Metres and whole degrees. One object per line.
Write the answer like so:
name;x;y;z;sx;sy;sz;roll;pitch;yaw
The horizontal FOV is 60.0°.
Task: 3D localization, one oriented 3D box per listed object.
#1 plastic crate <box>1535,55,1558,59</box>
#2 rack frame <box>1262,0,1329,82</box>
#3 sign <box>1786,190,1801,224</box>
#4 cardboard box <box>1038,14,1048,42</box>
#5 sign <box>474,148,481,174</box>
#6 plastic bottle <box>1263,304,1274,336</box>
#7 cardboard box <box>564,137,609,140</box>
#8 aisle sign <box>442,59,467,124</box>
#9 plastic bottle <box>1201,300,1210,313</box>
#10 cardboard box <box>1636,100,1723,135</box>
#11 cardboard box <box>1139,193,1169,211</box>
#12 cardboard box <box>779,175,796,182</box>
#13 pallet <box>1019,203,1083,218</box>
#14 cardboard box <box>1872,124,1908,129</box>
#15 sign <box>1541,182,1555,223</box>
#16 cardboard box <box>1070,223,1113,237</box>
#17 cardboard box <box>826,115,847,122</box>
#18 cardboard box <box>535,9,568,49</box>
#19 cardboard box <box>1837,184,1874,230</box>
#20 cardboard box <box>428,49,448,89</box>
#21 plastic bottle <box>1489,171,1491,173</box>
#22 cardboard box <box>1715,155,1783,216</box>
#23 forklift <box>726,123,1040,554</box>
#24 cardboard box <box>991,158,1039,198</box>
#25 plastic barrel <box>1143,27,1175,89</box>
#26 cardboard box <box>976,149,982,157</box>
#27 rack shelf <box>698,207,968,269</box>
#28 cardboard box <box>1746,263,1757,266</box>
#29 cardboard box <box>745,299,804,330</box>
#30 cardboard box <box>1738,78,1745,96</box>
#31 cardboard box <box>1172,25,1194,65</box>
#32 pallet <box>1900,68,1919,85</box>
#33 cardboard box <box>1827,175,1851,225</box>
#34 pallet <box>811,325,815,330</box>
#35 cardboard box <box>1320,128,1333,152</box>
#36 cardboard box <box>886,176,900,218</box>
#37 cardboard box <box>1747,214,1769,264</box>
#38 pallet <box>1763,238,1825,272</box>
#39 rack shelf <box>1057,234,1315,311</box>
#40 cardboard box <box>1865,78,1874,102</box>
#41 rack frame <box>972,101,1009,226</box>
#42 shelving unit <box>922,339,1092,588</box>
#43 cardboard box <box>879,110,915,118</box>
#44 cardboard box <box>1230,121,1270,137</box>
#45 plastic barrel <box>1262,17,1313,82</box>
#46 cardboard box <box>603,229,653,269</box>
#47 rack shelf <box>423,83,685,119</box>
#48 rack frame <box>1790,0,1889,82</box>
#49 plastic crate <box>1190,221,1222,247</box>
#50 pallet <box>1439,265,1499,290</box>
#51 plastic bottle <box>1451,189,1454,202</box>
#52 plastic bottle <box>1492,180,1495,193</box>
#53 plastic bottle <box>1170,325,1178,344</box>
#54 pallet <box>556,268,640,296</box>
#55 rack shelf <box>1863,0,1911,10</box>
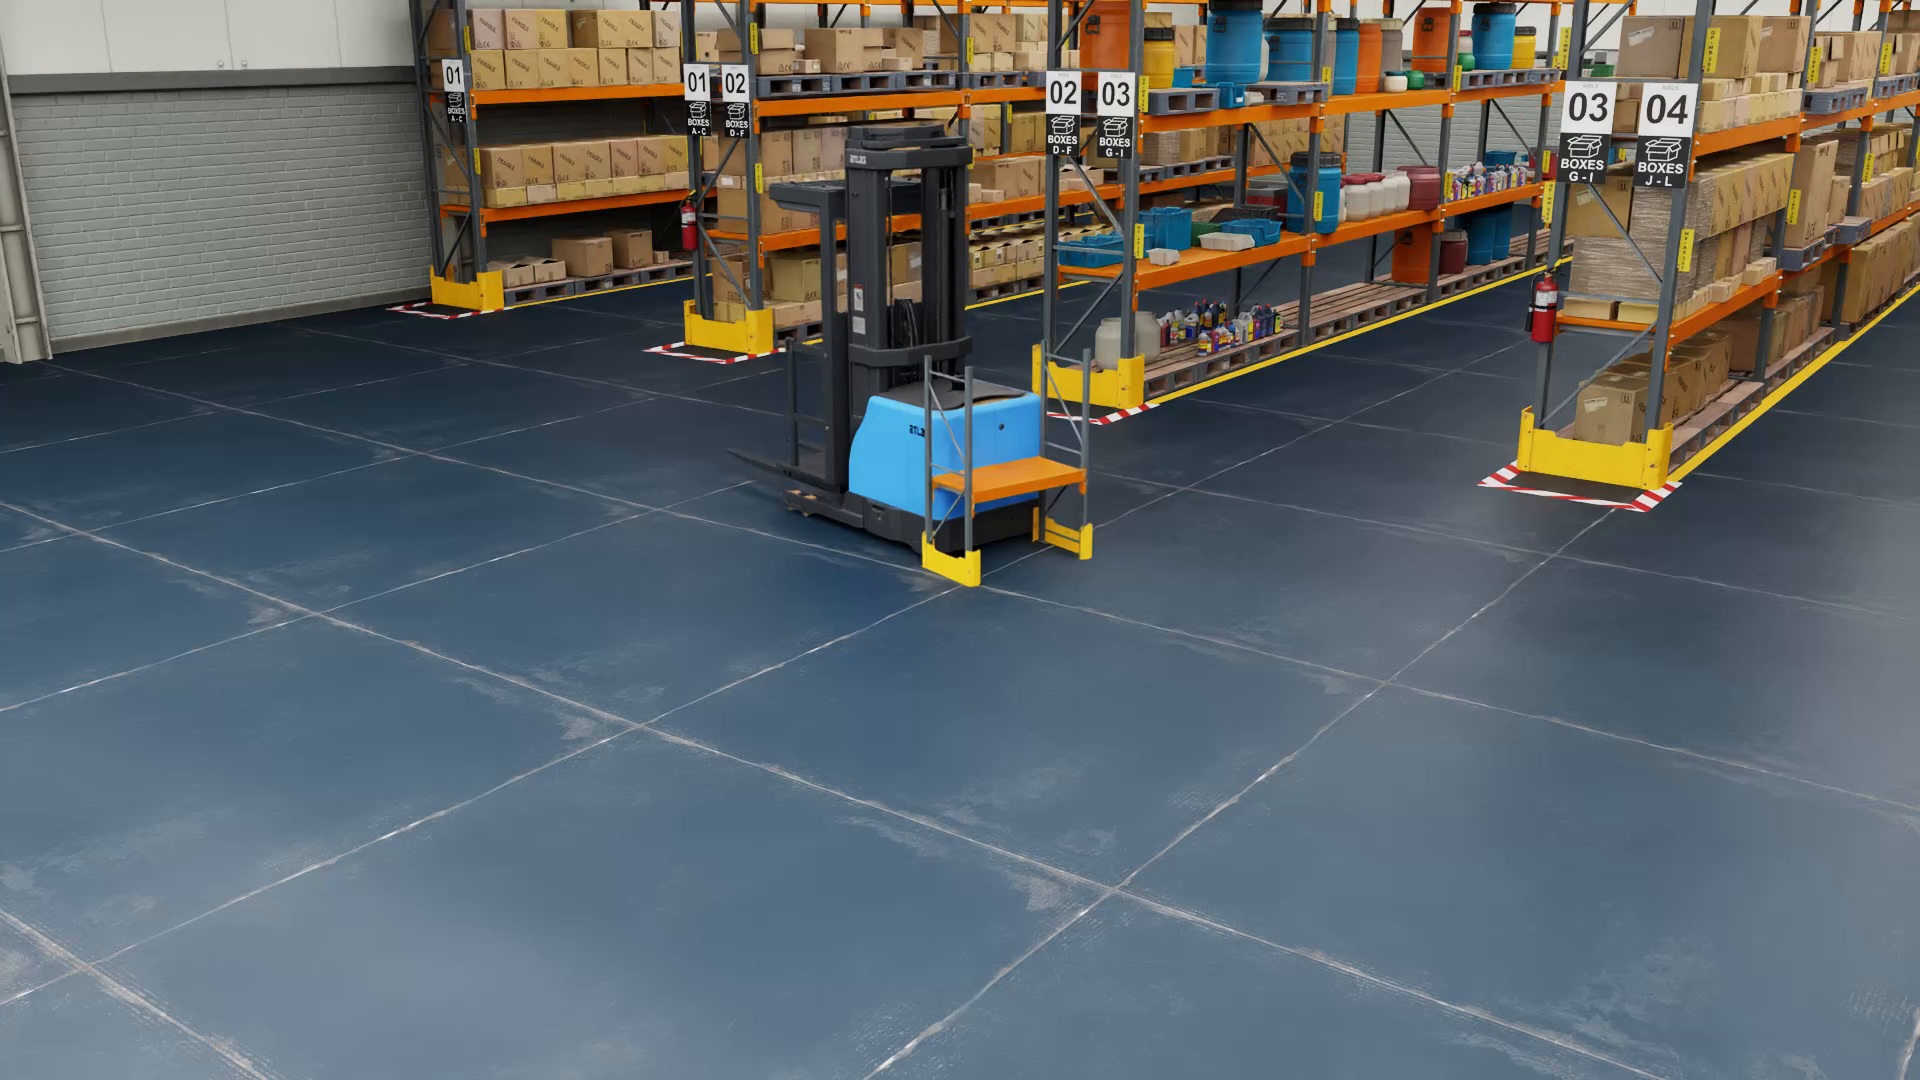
plastic crate;9.678;-7.730;27.124;0.504;0.338;0.767;12;21;35
rack frame;3.659;-6.649;18.482;1.000;3.000;0.127;12;21;35
sign;8.077;-3.228;16.122;0.100;0.325;0.005;12;21;35
cardboard box;1.421;-9.651;31.318;0.500;0.500;0.500;12;21;34
sign;-6.245;-4.900;21.504;0.100;0.325;0.005;12;21;35
plastic bottle;3.507;-2.525;19.041;0.144;0.351;0.185;12;21;33
cardboard box;-5.358;-5.515;23.901;0.500;0.500;0.500;13;22;36
aisle sign;-6.483;-5.753;21.329;0.394;0.787;0.004;12;21;35
plastic bottle;2.845;-2.610;19.316;0.144;0.351;0.185;13;22;36
cardboard box;5.748;-3.386;13.285;0.500;0.250;0.500;13;22;36
cardboard box;3.072;-5.510;27.138;0.500;0.250;0.500;12;21;34
cardboard box;-2.138;-4.184;19.396;0.380;0.149;0.250;12;21;33
pallet;1.712;-6.567;33.036;1.003;0.211;1.213;12;21;35
cardboard box;13.682;-5.885;24.625;0.500;0.500;0.500;12;21;33
sign;4.820;-2.763;13.598;0.100;0.325;0.005;12;21;35
cardboard box;1.952;-4.600;24.981;0.500;0.311;0.500;13;22;36
cardboard box;-2.096;-6.968;27.619;0.380;0.149;0.250;9;20;28
cardboard box;-5.620;-6.833;22.242;0.500;0.500;0.500;13;22;36
cardboard box;10.528;-3.977;19.824;0.500;0.500;0.500;13;22;36
cardboard box;-6.635;-6.216;21.942;0.500;0.500;0.500;14;22;39
plastic bottle;7.741;-5.255;24.326;0.097;0.271;0.097;0;17;0
cardboard box;7.293;-3.301;15.460;0.500;0.500;0.500;12;21;35
forklift;-0.730;-1.666;12.665;1.130;2.935;3.031;-14;22;-38
cardboard box;0.766;-5.133;23.546;0.500;0.500;0.500;12;21;35
plastic barrel;1.853;-4.848;16.715;0.600;0.588;0.600;0;17;0
cardboard box;0.173;-7.081;30.378;0.380;0.149;0.250;13;22;36
rack shelf;-1.508;-3.840;20.765;1.077;0.370;4.000;12;21;35
cardboard box;7.391;-2.579;15.914;0.380;0.149;0.250;12;21;35
cardboard box;-2.202;-2.683;19.755;0.500;0.250;0.500;12;21;35
cardboard box;6.406;-3.836;14.061;0.380;0.149;0.250;11;21;32
cardboard box;3.298;-7.869;26.423;0.600;0.600;0.600;11;21;33
pallet;12.899;-6.397;22.879;1.003;0.211;1.213;12;21;35
cardboard box;9.478;-3.824;18.622;0.500;0.500;0.700;-16;24;-42
pallet;-1.551;-2.855;21.080;1.003;0.211;1.213;12;21;35
cardboard box;6.479;-7.287;30.483;0.500;0.500;0.500;13;21;35
cardboard box;-1.187;-4.356;21.043;0.700;0.500;0.500;13;21;35
cardboard box;7.319;-3.002;16.184;0.875;0.500;0.500;12;21;35
pallet;8.209;-2.974;17.085;1.003;0.211;1.213;12;21;35
rack shelf;2.467;-2.964;17.944;1.077;0.370;4.000;12;21;35
cardboard box;9.934;-5.066;18.694;0.500;0.250;0.500;12;21;35
rack frame;0.469;-7.440;31.144;1.000;3.000;0.127;12;21;35
shelving unit;0.335;-0.558;11.513;1.083;1.500;0.587;-12;21;-35
cardboard box;-1.117;-7.236;28.518;0.500;0.250;0.500;12;21;34
cardboard box;4.957;-7.153;28.367;0.500;0.500;0.500;13;22;36
plastic barrel;3.788;-5.615;19.366;0.600;0.901;0.708;12;21;35
cardboard box;-4.884;-4.297;24.495;0.500;0.500;0.500;11;20;31
rack shelf;-5.489;-6.147;23.137;1.077;0.370;4.000;12;21;35
rack frame;10.020;-6.727;18.731;1.000;3.000;0.127;12;21;35
plastic crate;2.624;-3.409;18.522;0.450;0.188;0.662;12;21;35
pallet;7.206;-3.890;24.413;1.003;0.211;1.213;12;21;35
plastic bottle;6.709;-4.734;22.765;0.097;0.201;0.097;0;17;0
plastic bottle;7.667;-5.117;23.998;0.097;0.201;0.097;0;17;0
plastic bottle;2.384;-2.291;18.539;0.097;0.201;0.097;0;17;0
pallet;-5.396;-3.745;23.947;1.003;0.211;1.213;12;21;35
rack shelf;13.595;-7.621;23.499;1.077;0.370;4.000;12;21;35
